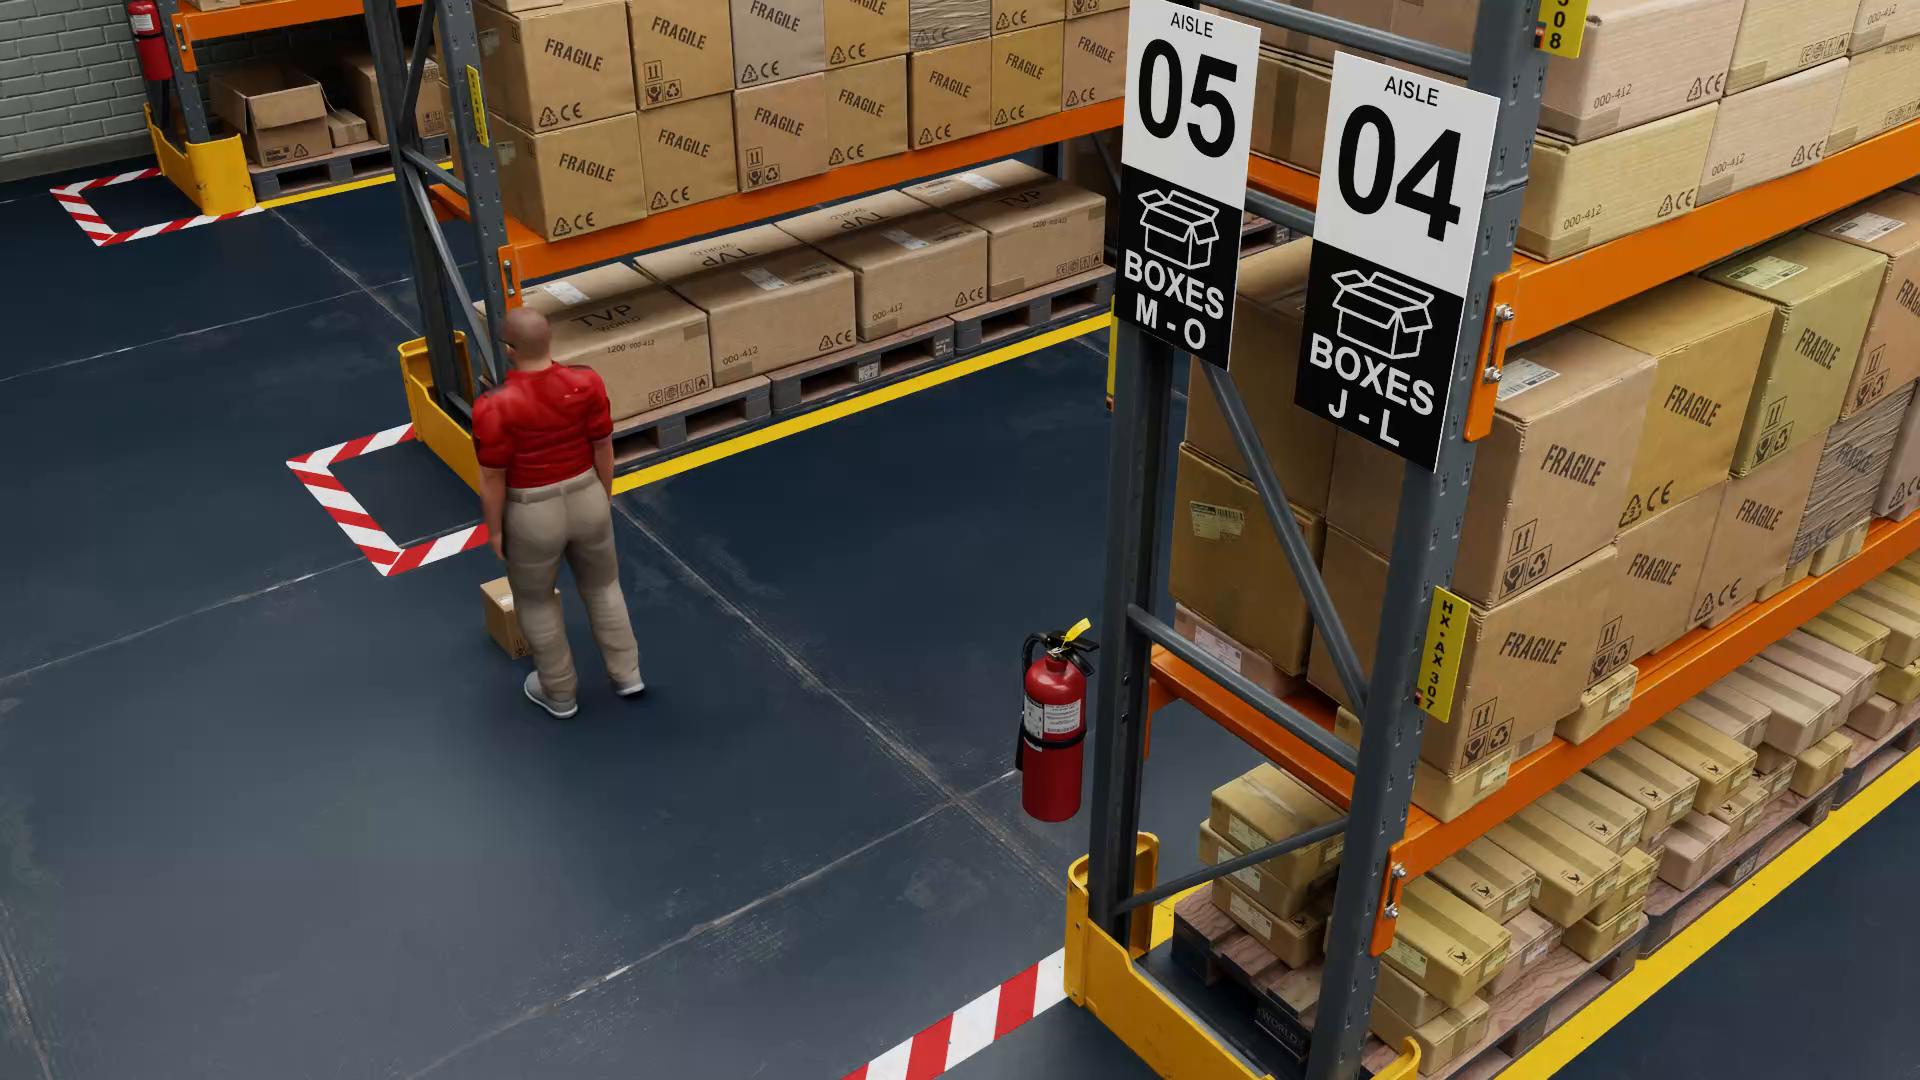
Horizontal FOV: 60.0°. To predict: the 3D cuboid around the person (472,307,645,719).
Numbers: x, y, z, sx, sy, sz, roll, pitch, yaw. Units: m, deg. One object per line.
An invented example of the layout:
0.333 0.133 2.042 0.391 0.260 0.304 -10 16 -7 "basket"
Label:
-1.556 -0.066 6.341 0.528 1.799 0.381 -21 38 -30 "person"
